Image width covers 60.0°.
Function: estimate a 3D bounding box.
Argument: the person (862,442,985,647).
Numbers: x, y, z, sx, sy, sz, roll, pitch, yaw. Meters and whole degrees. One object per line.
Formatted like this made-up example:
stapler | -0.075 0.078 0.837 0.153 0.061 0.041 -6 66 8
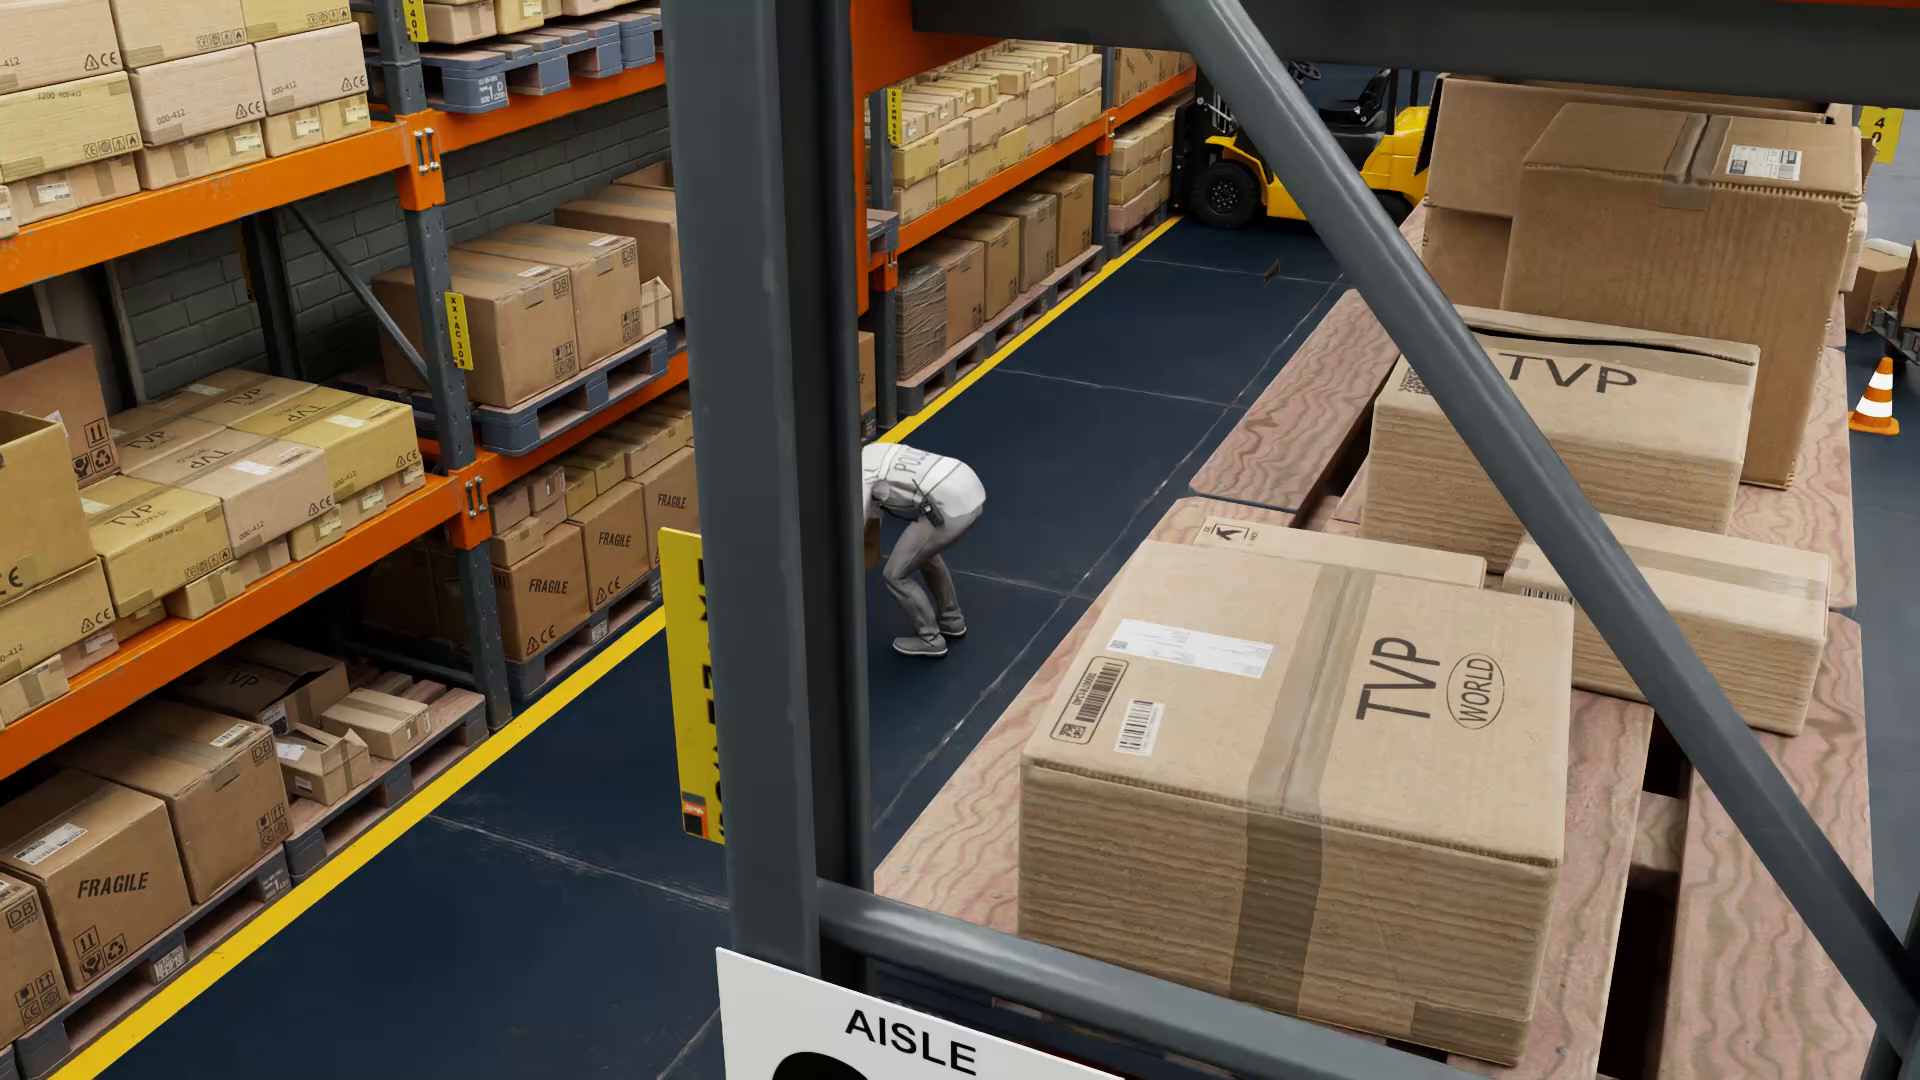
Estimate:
person | 3.669 -0.951 8.924 7.482 2.202 5.277 10 28 19
